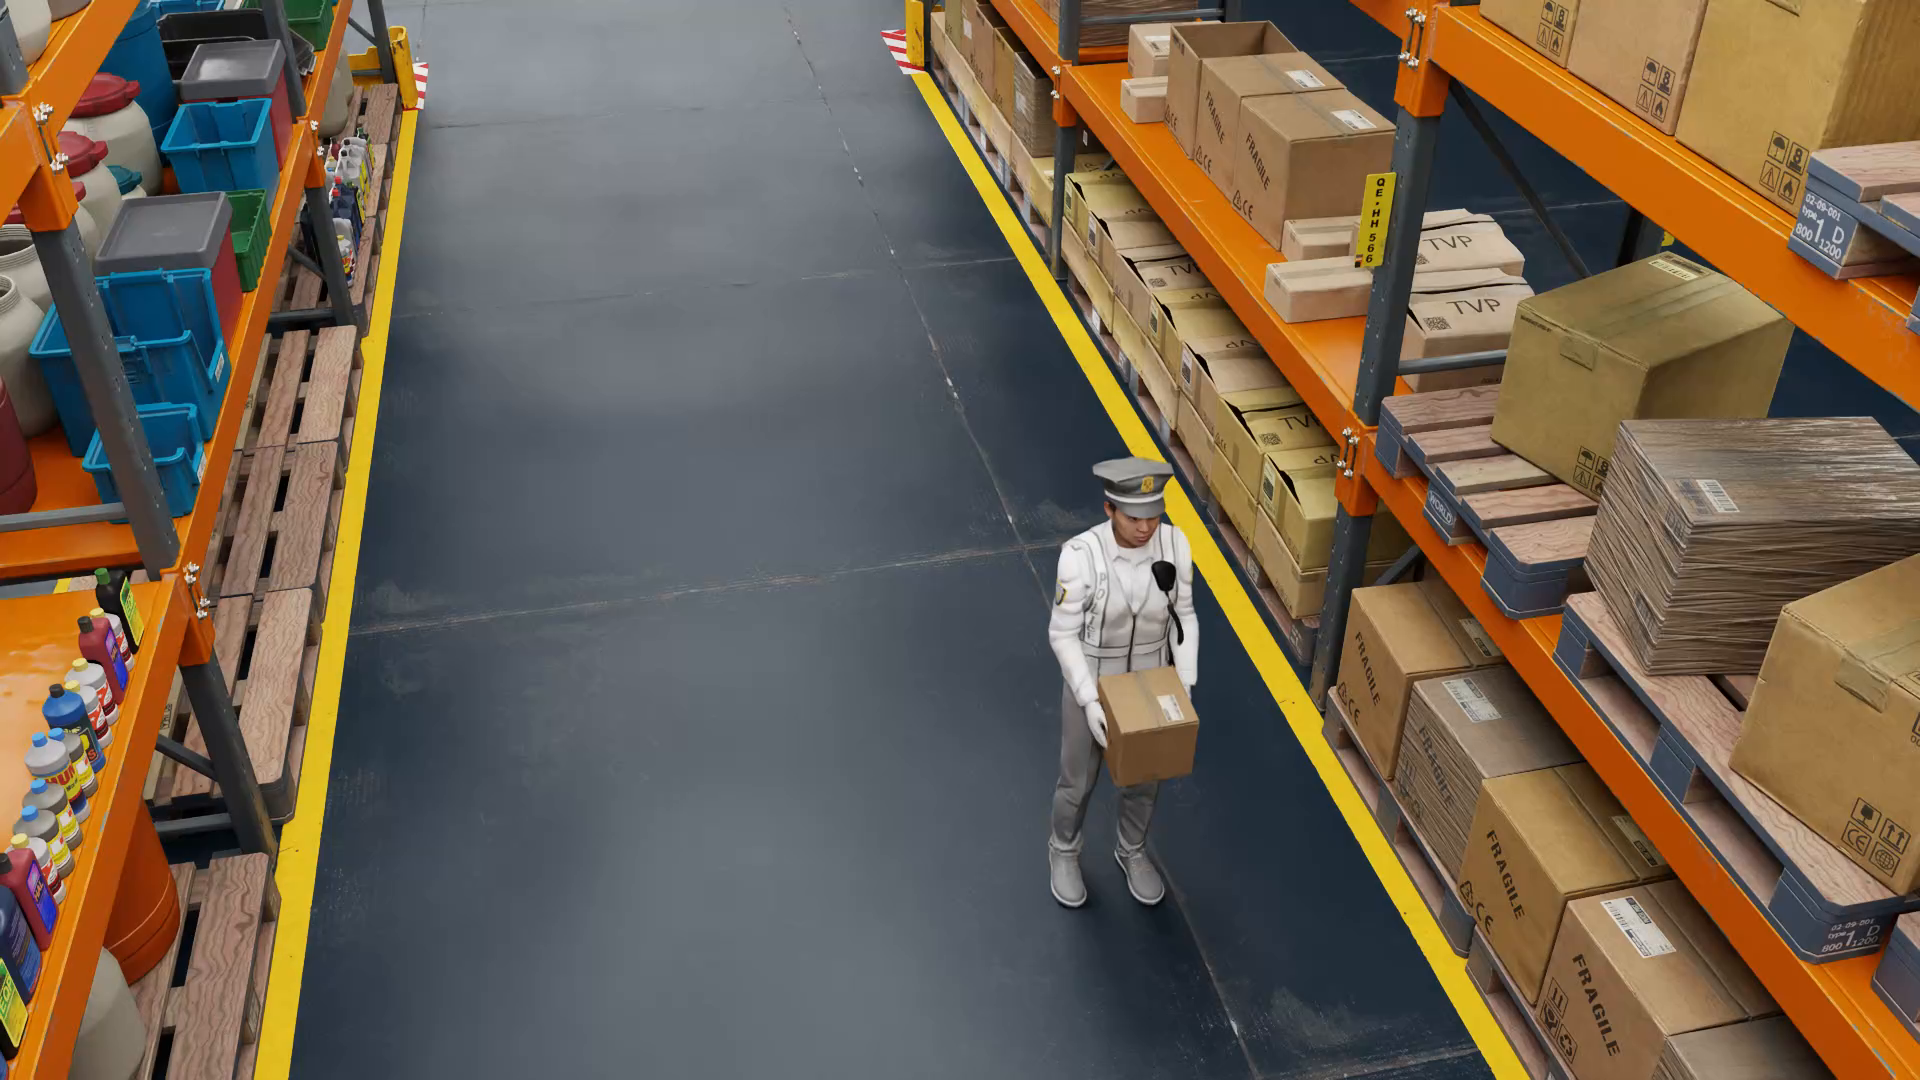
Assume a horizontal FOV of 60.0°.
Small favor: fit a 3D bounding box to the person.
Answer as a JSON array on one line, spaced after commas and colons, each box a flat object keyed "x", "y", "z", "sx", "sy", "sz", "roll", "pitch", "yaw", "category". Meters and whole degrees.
[{"x": 0.532, "y": 0.480, "z": 5.426, "sx": 0.501, "sy": 1.682, "sz": 0.409, "roll": -8, "pitch": 35, "yaw": -11, "category": "person"}]
